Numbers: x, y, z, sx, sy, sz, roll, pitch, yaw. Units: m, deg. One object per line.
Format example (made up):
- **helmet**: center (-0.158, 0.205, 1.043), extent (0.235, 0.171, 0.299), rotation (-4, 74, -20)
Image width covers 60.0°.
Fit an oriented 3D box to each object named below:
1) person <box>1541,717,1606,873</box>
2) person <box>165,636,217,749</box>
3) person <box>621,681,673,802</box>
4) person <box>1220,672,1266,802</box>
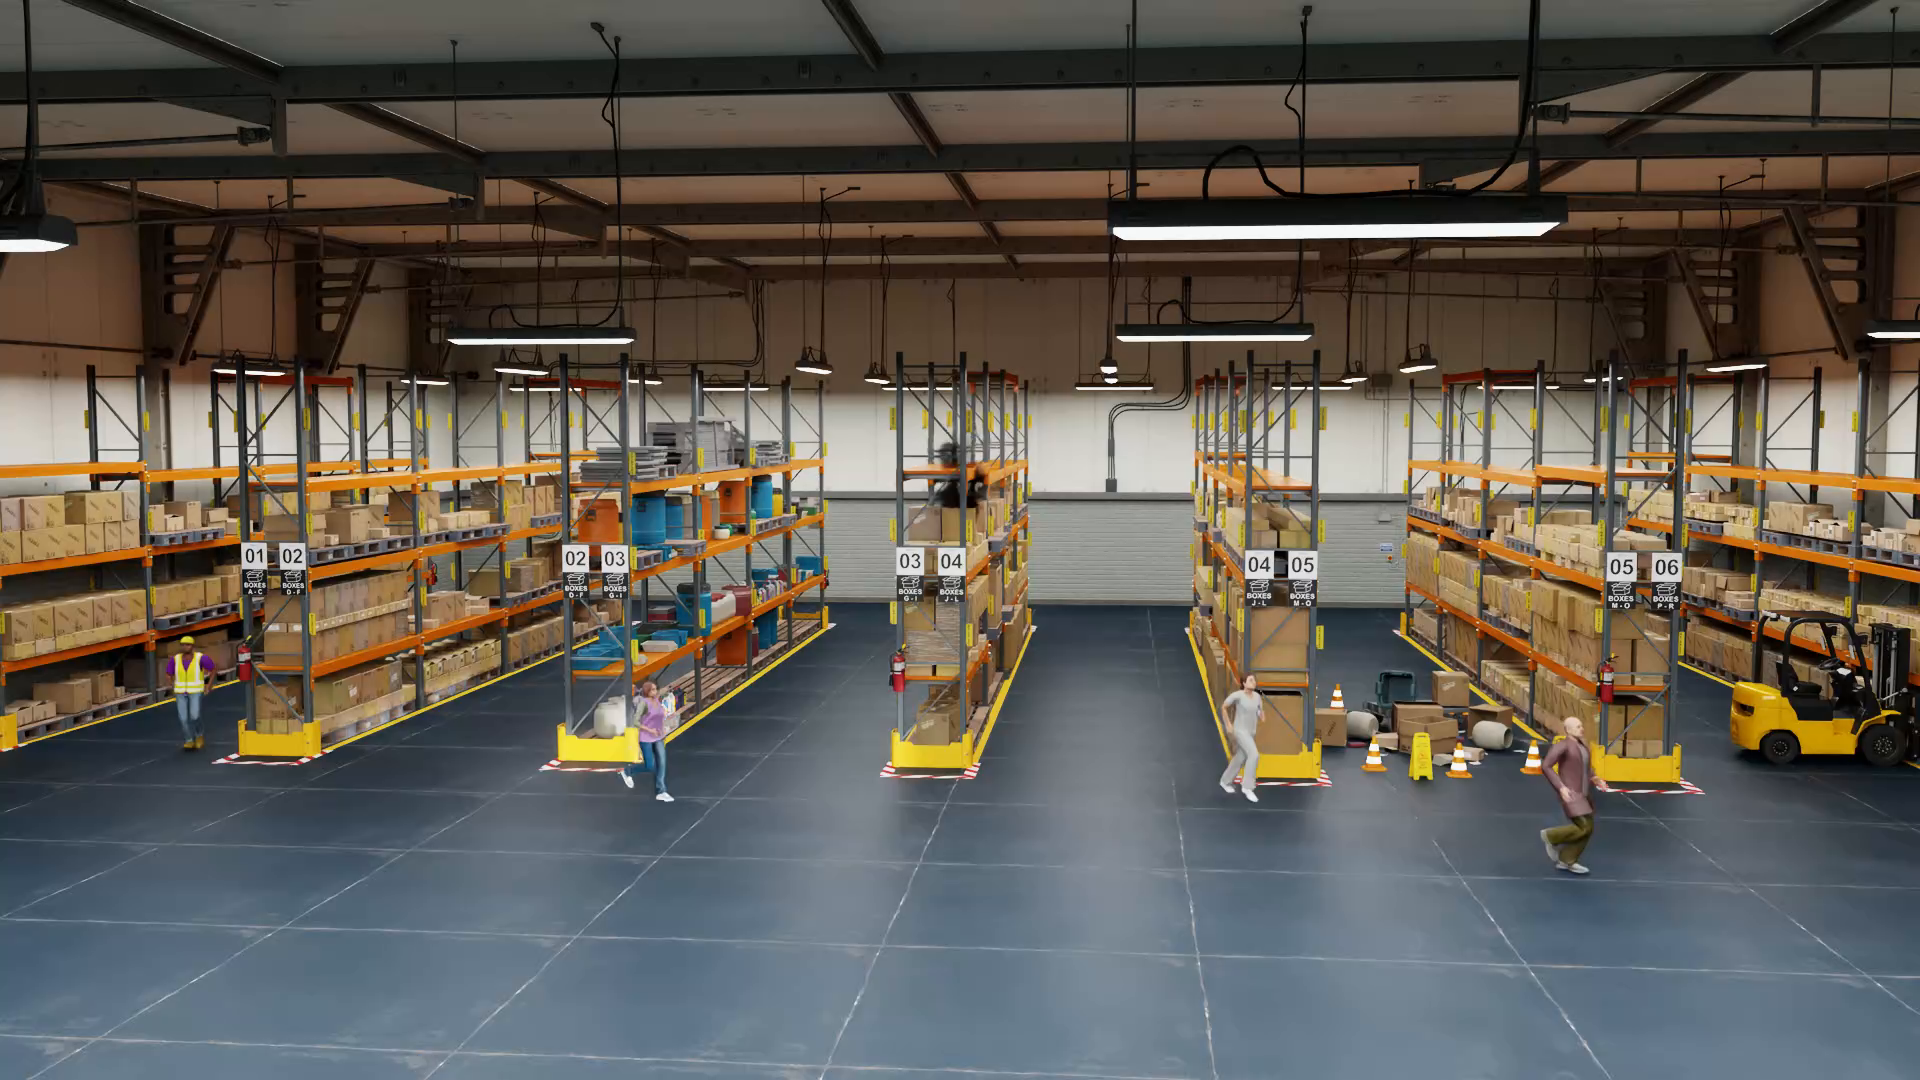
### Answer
- **person**: center (6.818, 2.827, 18.459), extent (0.708, 1.730, 0.635), rotation (-3, 5, -40)
- **person**: center (-11.719, 2.332, 25.263), extent (0.702, 1.744, 0.588), rotation (-1, 4, -9)
- **person**: center (-4.122, 2.699, 22.039), extent (0.826, 1.488, 0.541), rotation (2, 5, 31)
- **person**: center (3.801, 2.584, 22.172), extent (0.557, 1.677, 0.750), rotation (-3, 5, -37)
